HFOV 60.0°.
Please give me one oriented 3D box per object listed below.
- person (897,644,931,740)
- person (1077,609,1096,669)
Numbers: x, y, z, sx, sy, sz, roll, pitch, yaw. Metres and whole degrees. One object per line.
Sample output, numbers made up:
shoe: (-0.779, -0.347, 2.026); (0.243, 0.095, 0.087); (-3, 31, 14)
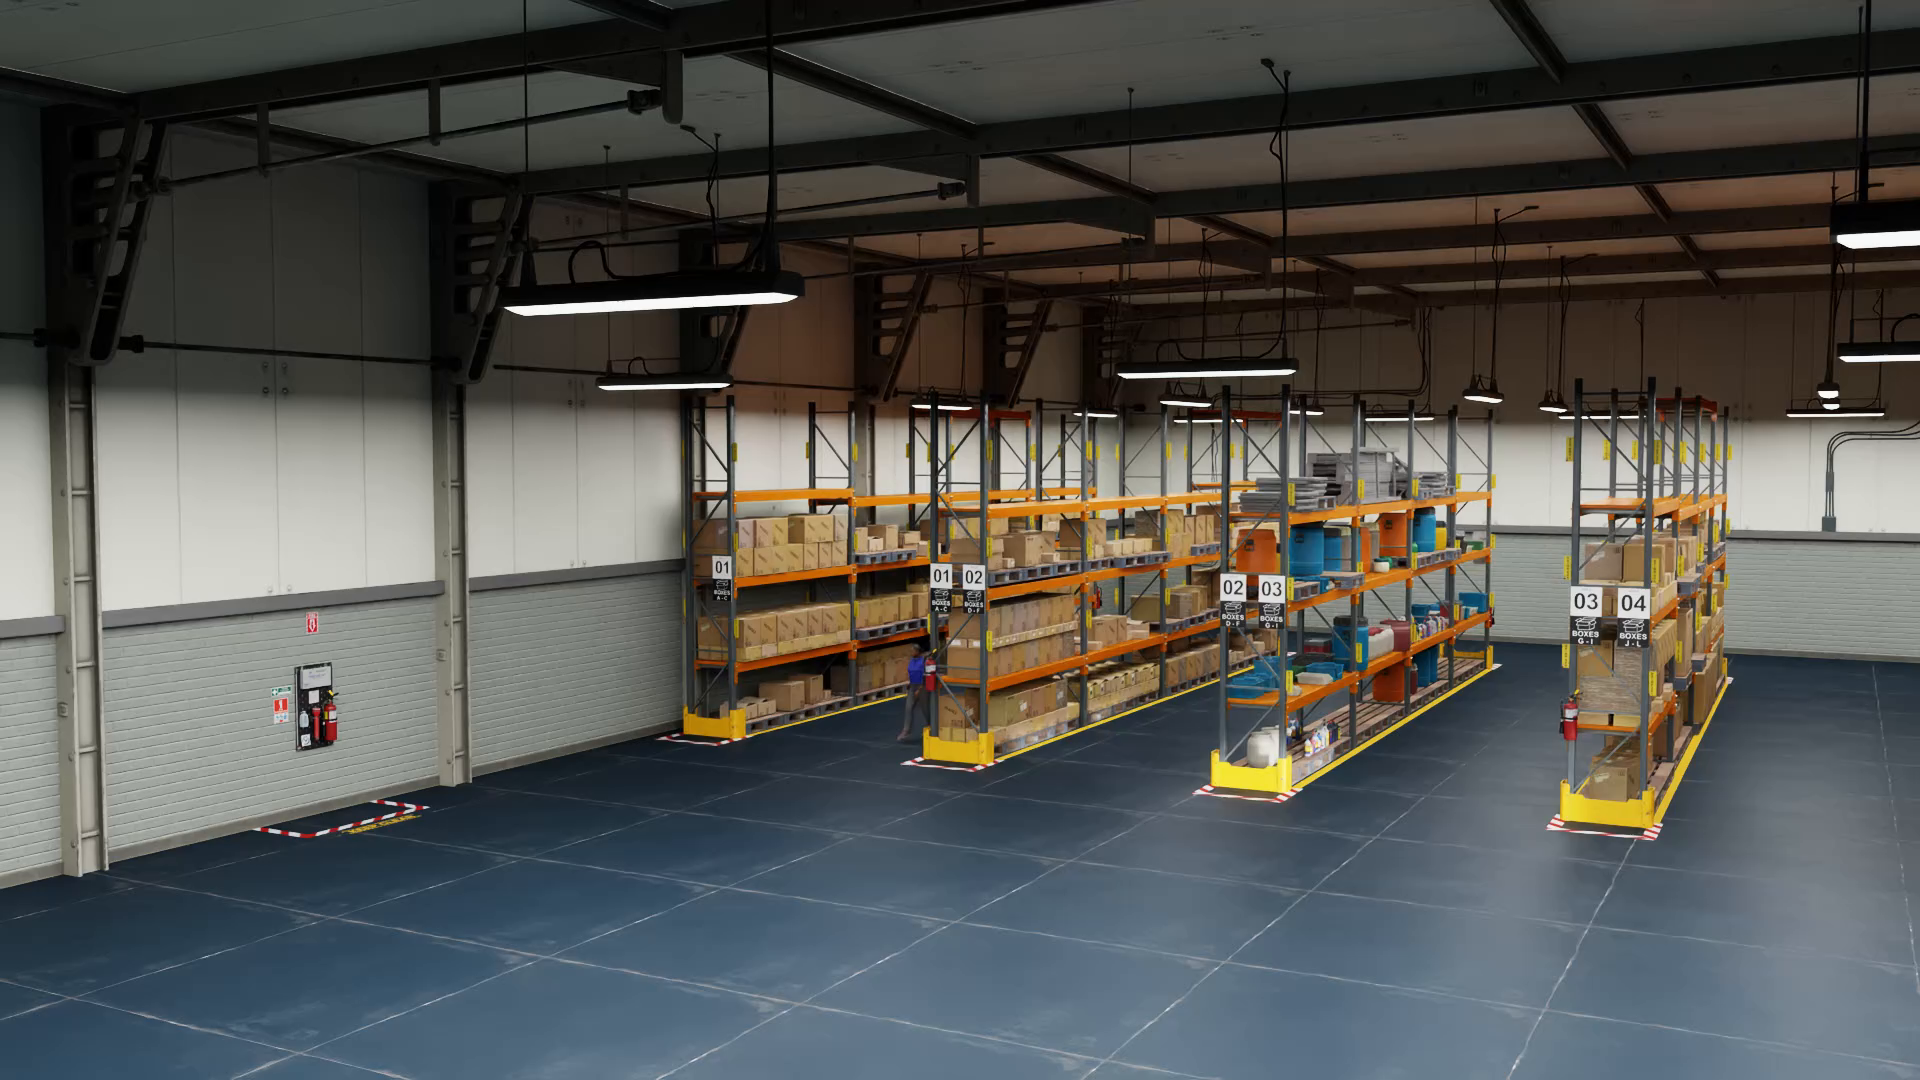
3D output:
person: (-0.785, 2.639, 29.097); (0.472, 1.625, 0.853); (3, 4, 42)
person: (2.767, 2.281, 35.665); (0.598, 1.708, 0.612); (3, 4, 41)
